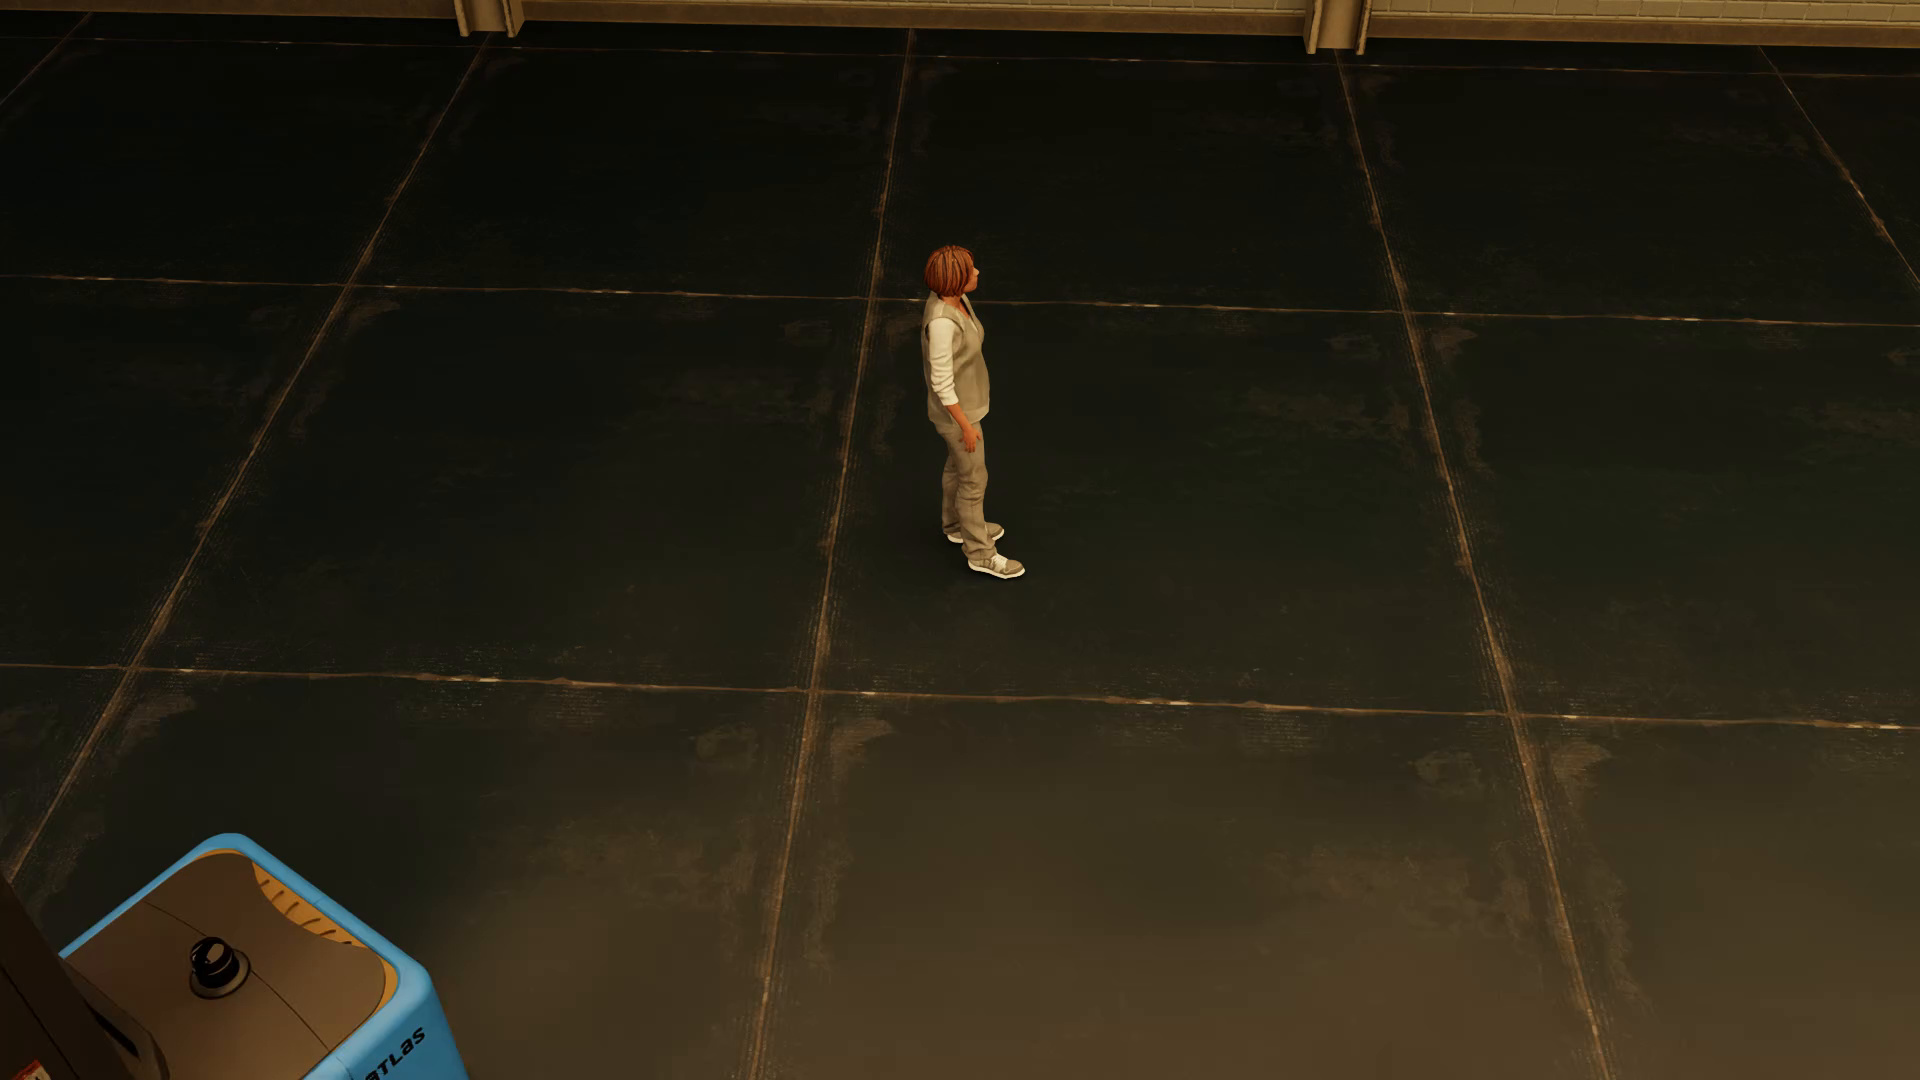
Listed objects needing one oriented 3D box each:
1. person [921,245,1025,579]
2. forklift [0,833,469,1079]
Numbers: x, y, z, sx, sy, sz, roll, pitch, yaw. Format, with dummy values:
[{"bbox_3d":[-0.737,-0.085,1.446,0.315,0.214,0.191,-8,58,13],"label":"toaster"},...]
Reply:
[{"bbox_3d":[0.073,-0.583,7.360,0.475,1.597,0.520,2,42,2],"label":"person"},{"bbox_3d":[-2.818,1.622,3.966,1.130,2.935,3.031,26,48,25],"label":"forklift"}]
